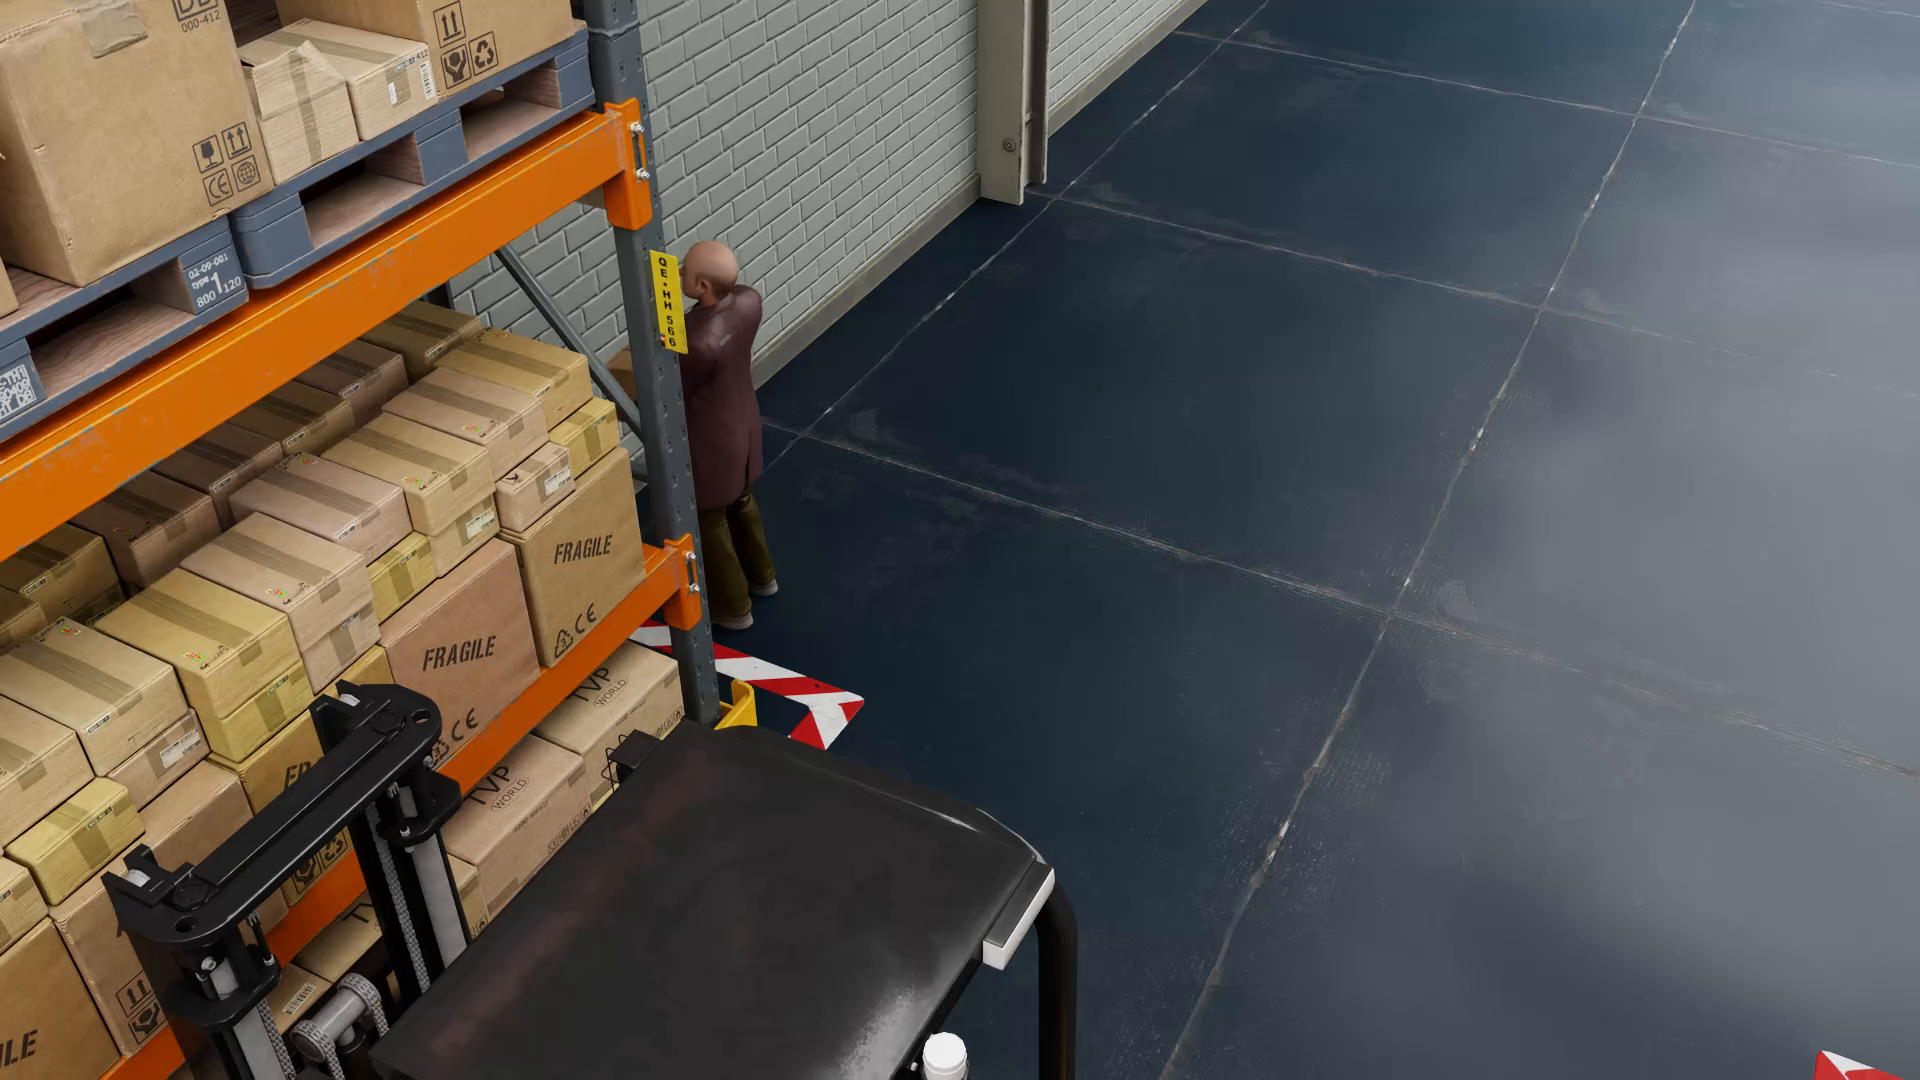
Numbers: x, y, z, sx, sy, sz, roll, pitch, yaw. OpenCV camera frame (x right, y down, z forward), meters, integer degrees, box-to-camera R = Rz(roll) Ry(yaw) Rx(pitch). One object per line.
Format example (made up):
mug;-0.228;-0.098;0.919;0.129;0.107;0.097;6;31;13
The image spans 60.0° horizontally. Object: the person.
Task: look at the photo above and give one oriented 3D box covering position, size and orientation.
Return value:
person;-1.082;-0.445;6.749;0.562;1.770;0.534;13;39;17
